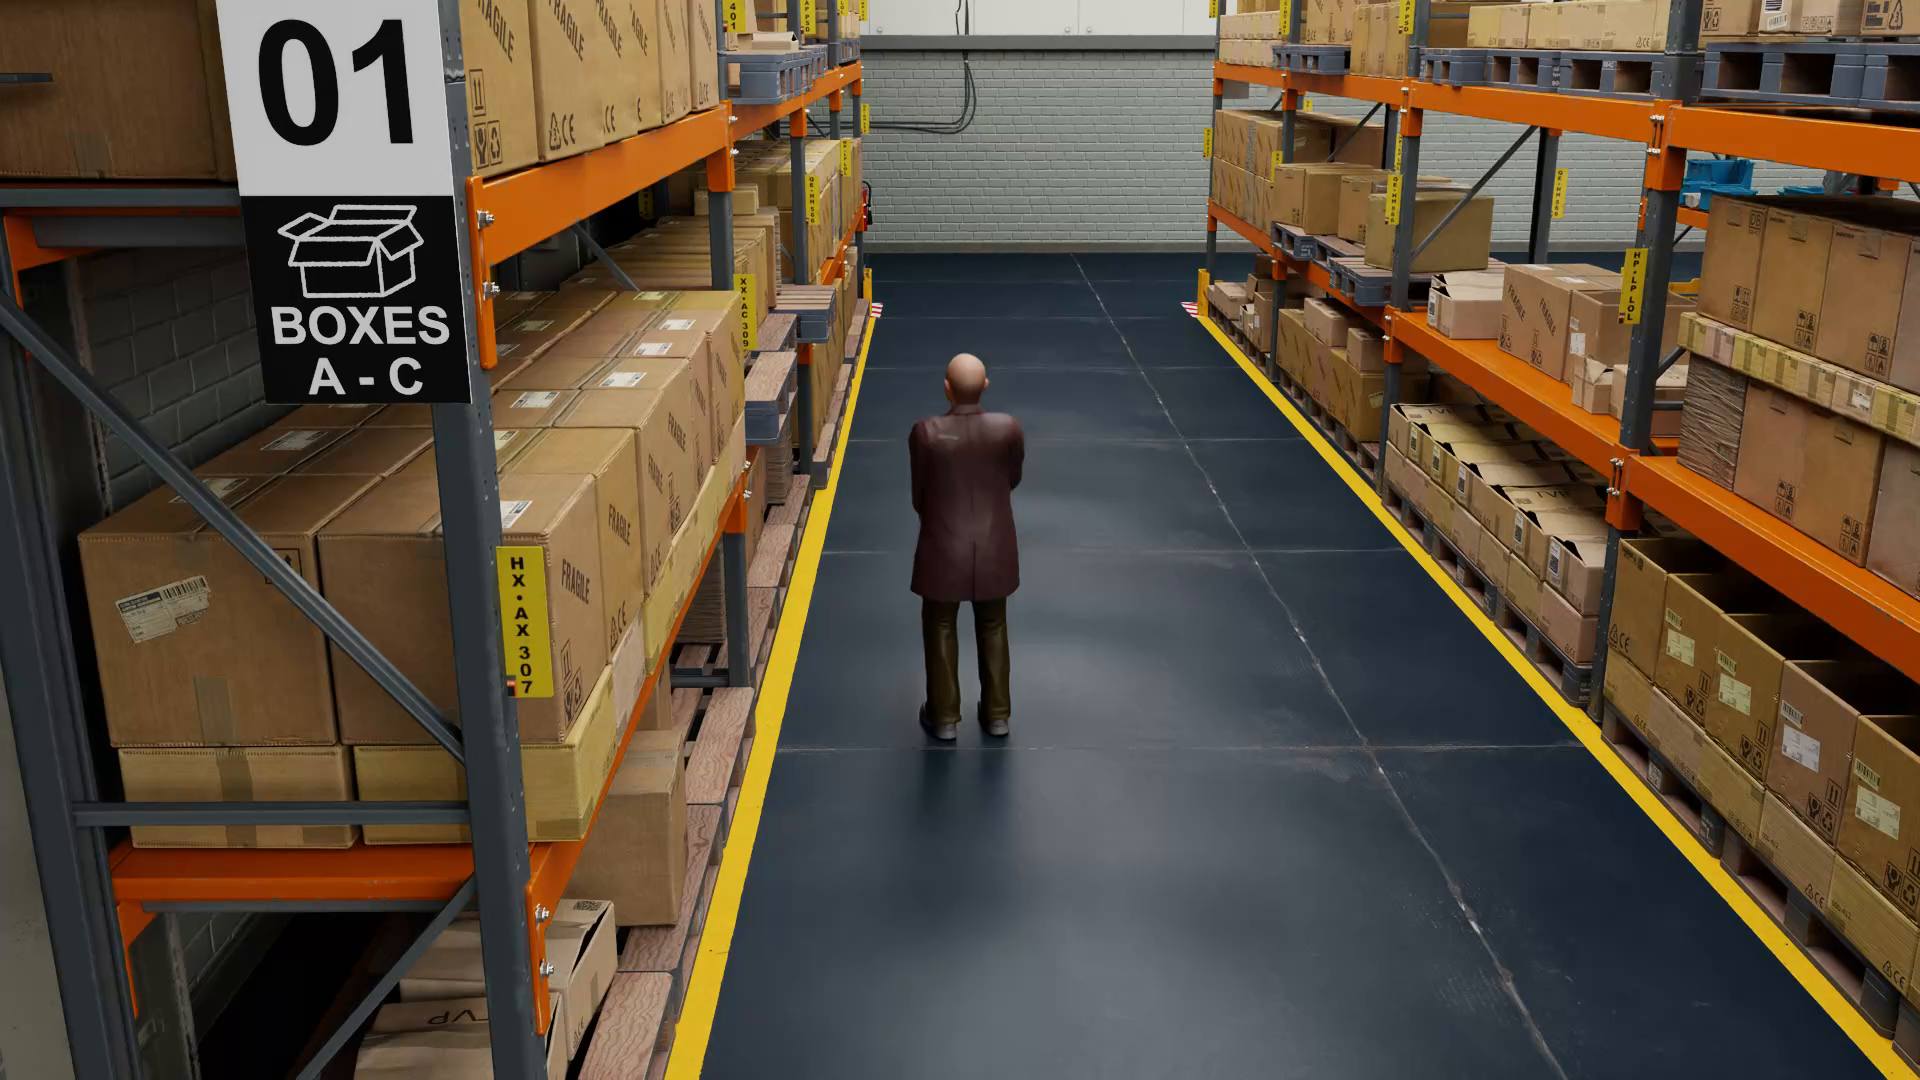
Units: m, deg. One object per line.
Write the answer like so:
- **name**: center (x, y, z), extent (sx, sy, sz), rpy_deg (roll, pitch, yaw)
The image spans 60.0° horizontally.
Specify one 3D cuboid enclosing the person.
- **person**: center (0.019, 0.004, 7.543), extent (0.574, 1.778, 0.548), rpy_deg (-4, 17, -12)
